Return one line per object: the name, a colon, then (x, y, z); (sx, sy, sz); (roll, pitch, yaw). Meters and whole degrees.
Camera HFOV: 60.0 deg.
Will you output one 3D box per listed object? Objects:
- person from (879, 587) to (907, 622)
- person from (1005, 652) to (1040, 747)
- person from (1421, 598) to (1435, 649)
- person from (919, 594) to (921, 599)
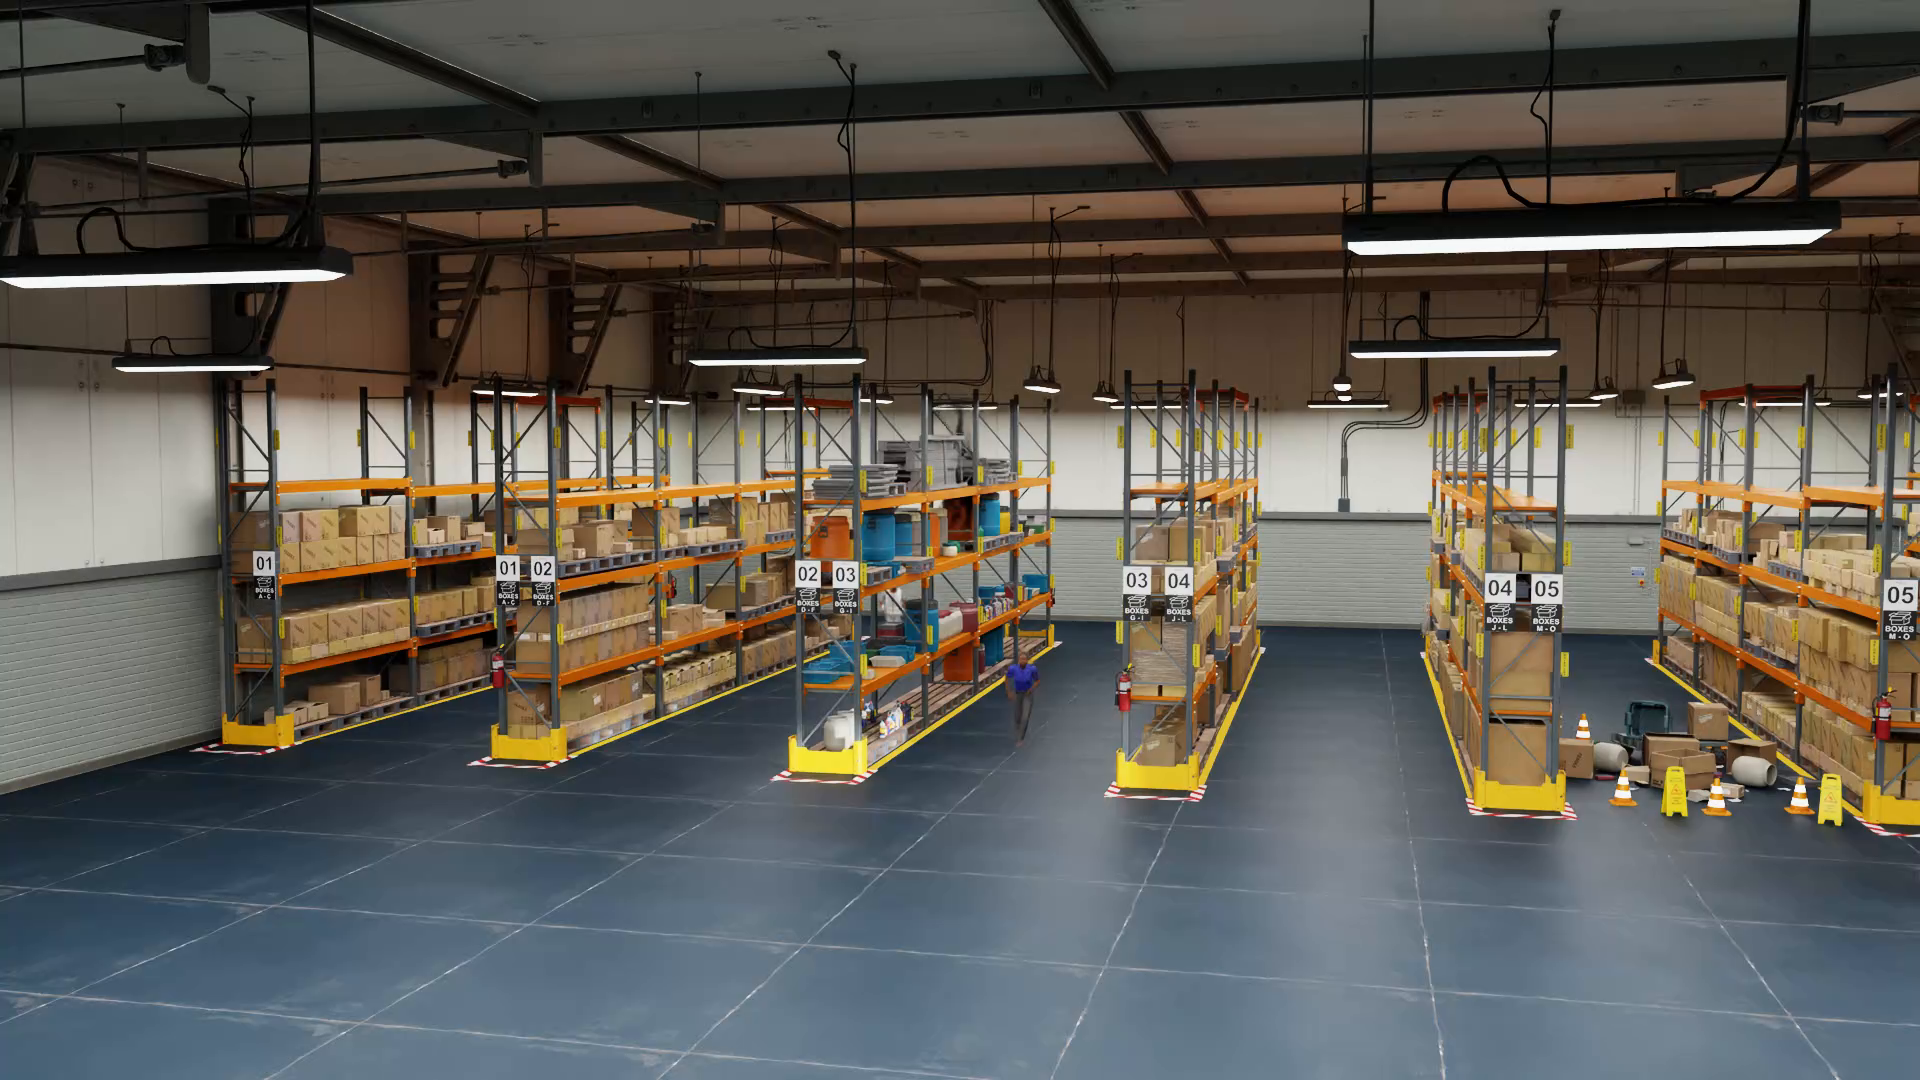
person: (-1.603, 1.767, 39.460); (0.666, 1.744, 0.631); (0, 3, 0)
person: (1.023, 2.598, 27.282); (0.565, 1.591, 0.704); (0, 3, -3)
person: (11.257, 1.823, 39.541); (0.543, 1.697, 0.685); (1, 4, 24)
person: (-0.812, 1.992, 37.057); (0.592, 1.616, 0.761); (1, 4, 12)
